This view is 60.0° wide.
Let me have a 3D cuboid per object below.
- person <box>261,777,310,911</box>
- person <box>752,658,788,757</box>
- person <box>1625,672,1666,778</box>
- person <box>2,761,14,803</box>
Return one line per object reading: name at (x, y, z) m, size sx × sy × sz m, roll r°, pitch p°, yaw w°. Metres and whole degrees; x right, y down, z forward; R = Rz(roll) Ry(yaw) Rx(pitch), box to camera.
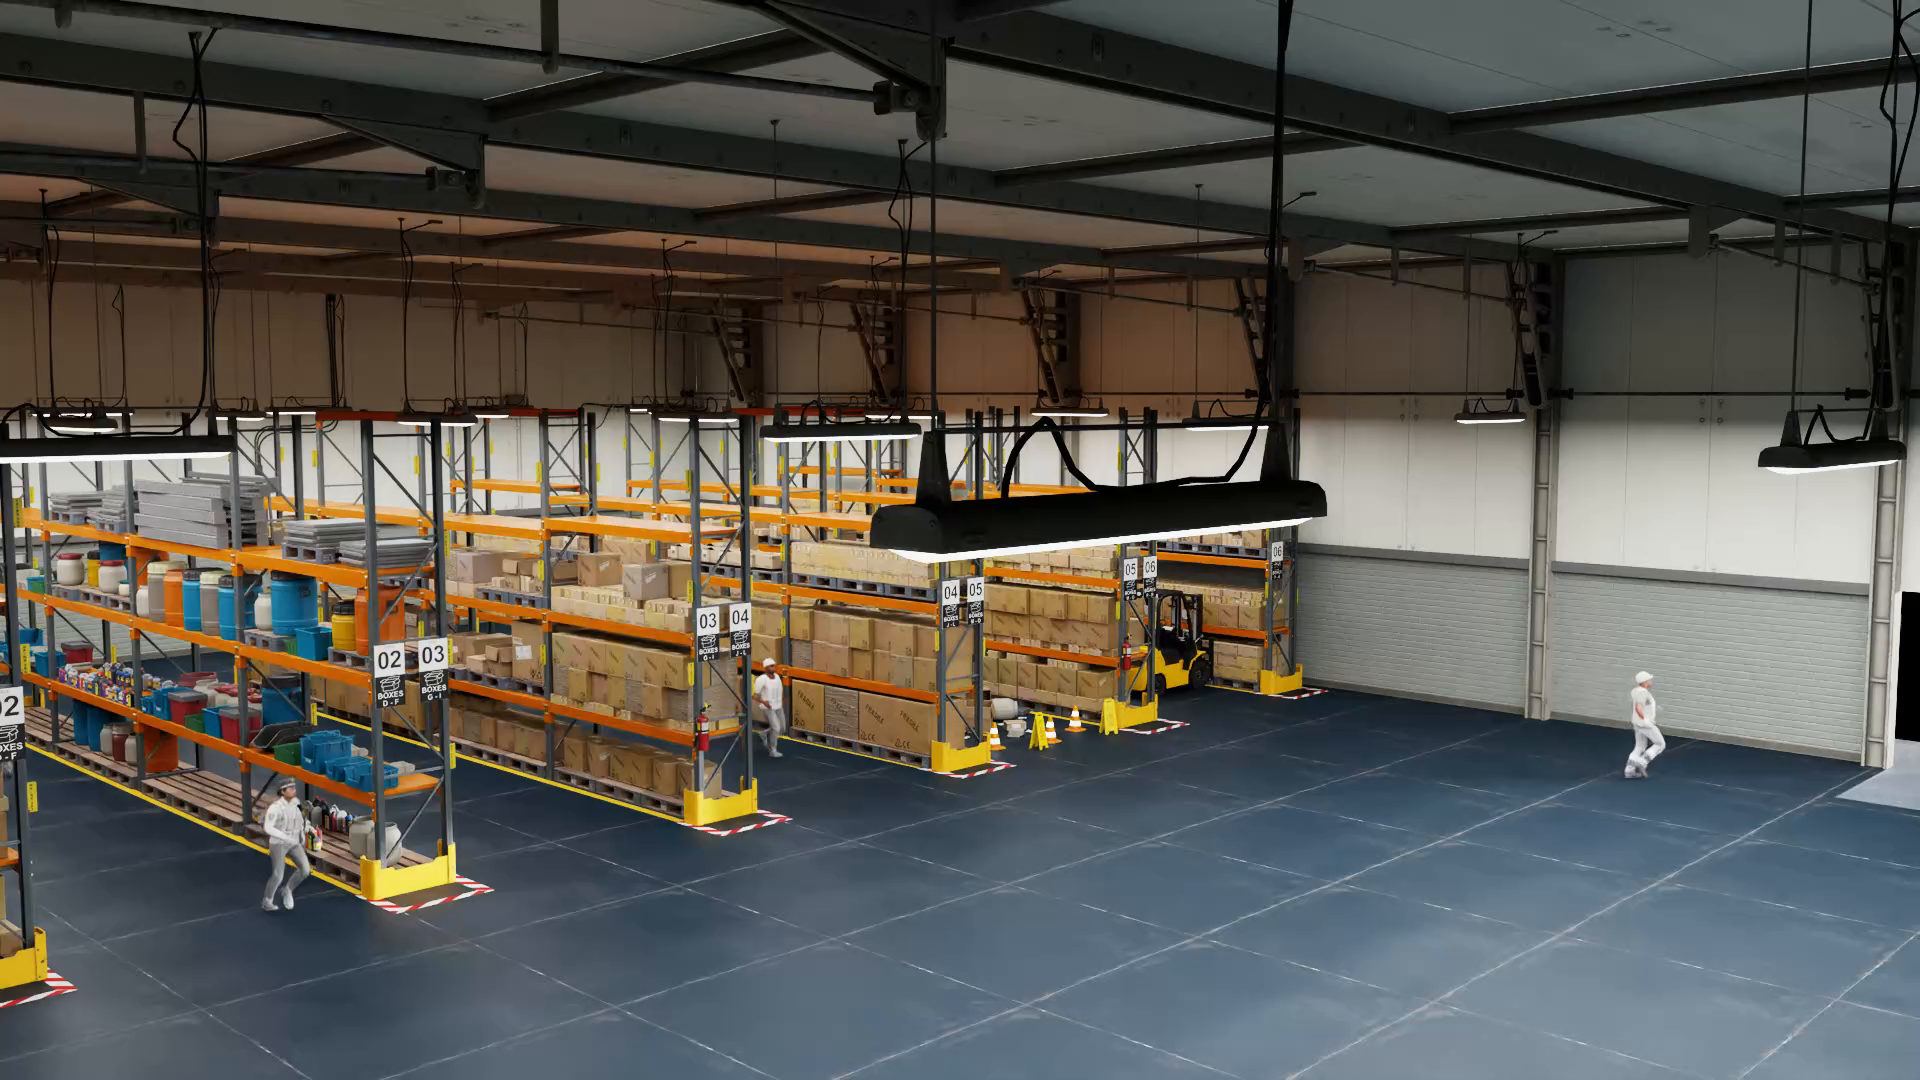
person at (-8.197, 3.704, 20.307) m, size 0.590 × 1.642 × 0.674 m, roll 3°, pitch 6°, yaw 29°
person at (-3.318, 2.910, 28.958) m, size 0.625 × 1.719 × 0.700 m, roll 4°, pitch 6°, yaw 38°
person at (11.259, 3.025, 27.246) m, size 0.650 × 1.743 × 0.646 m, roll 0°, pitch 5°, yaw -1°
person at (-14.834, 3.206, 25.522) m, size 0.675 × 1.735 × 0.677 m, roll 3°, pitch 6°, yaw 34°
